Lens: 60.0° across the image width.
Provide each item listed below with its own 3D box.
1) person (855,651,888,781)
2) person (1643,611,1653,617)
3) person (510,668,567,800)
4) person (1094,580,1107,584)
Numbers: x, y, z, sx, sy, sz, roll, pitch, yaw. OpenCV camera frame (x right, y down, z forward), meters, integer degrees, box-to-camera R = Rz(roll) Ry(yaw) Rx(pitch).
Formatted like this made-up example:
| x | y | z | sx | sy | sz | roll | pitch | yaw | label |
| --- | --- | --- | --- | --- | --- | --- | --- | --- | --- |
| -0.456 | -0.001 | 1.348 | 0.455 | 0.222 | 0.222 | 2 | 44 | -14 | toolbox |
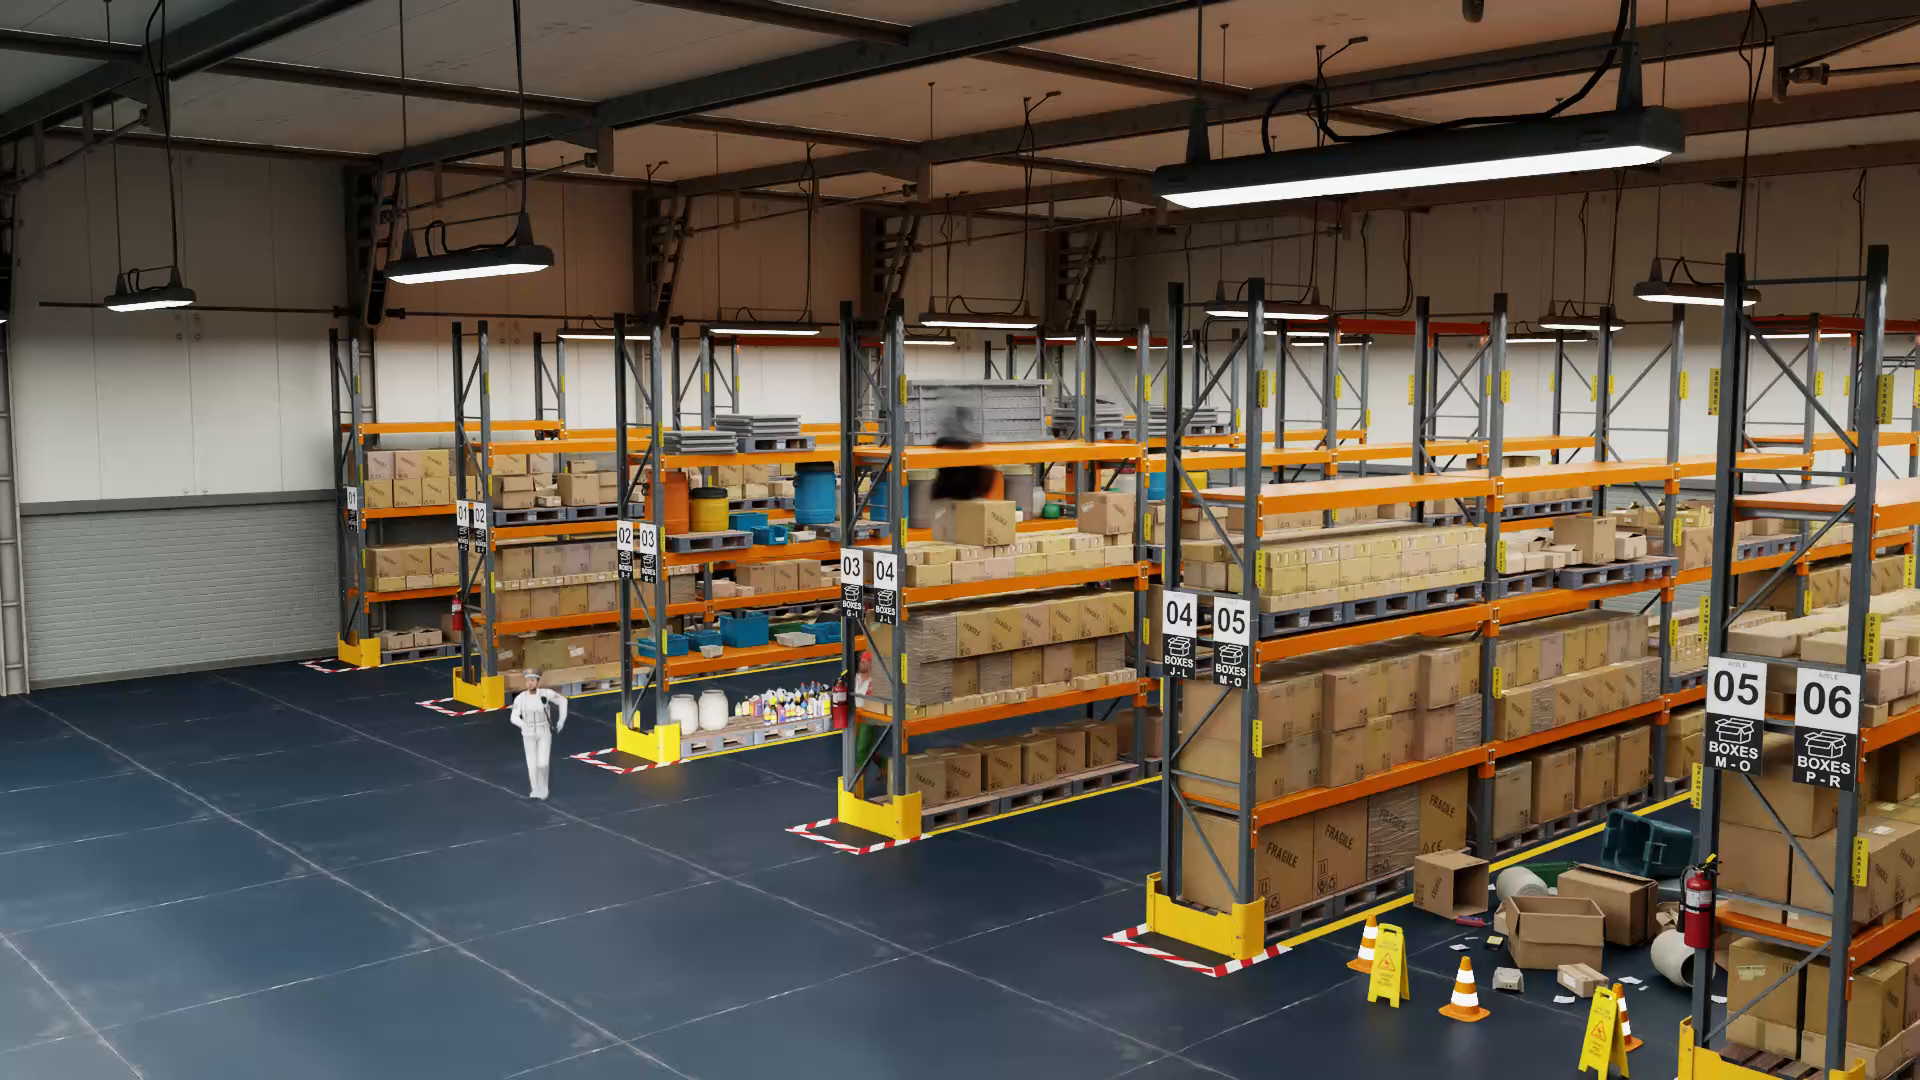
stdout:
| x | y | z | sx | sy | sz | roll | pitch | yaw | label |
| --- | --- | --- | --- | --- | --- | --- | --- | --- | --- |
| -1.154 | 2.246 | 20.535 | 0.655 | 1.768 | 0.956 | 5 | 8 | 44 | person |
| 10.038 | 1.897 | 24.372 | 0.739 | 1.763 | 0.928 | 5 | 8 | 42 | person |
| -5.073 | 2.346 | 20.019 | 0.626 | 1.650 | 0.794 | 0 | 6 | -3 | person |
| 2.853 | 1.032 | 32.846 | 0.675 | 1.771 | 0.919 | 5 | 7 | 41 | person |
